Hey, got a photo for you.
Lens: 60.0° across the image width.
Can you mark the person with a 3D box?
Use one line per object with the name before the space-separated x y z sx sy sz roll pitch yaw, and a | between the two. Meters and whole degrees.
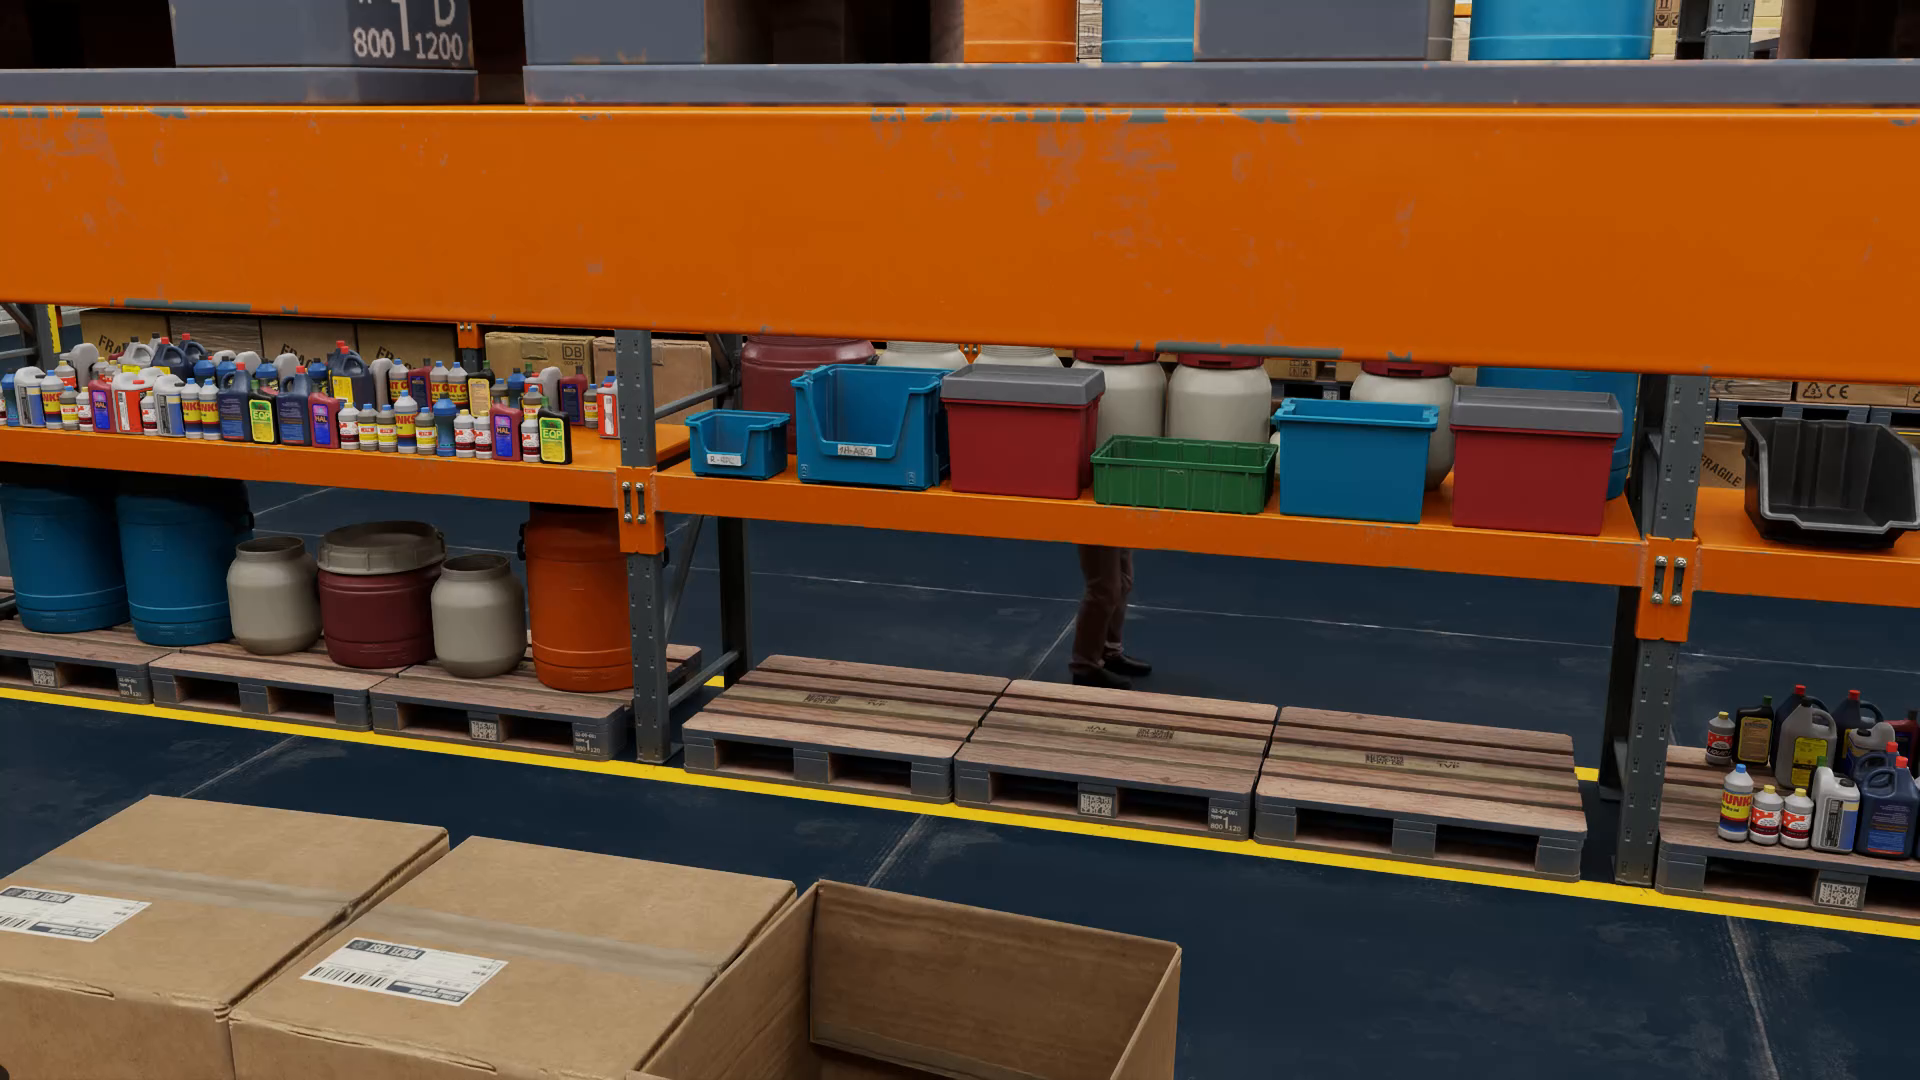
person | 0.738 -0.143 8.094 0.506 1.725 0.540 4 16 16
